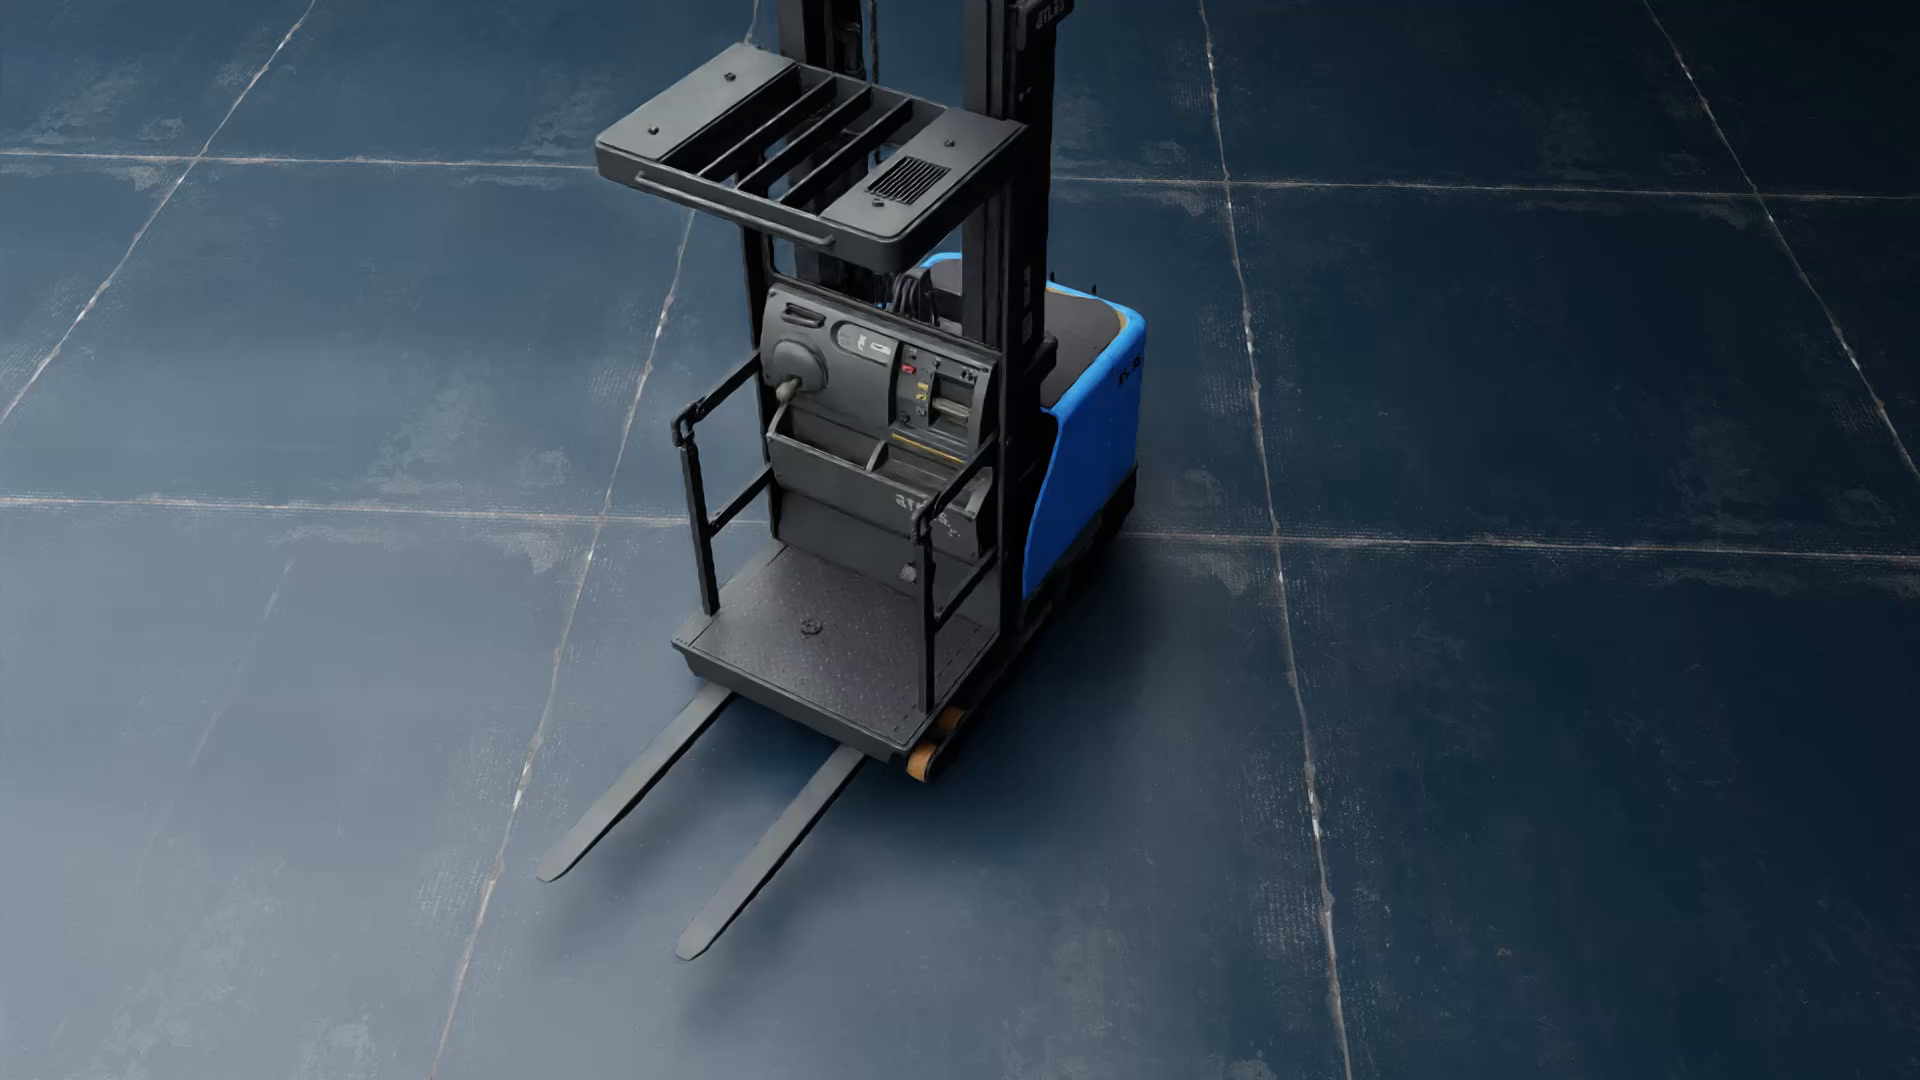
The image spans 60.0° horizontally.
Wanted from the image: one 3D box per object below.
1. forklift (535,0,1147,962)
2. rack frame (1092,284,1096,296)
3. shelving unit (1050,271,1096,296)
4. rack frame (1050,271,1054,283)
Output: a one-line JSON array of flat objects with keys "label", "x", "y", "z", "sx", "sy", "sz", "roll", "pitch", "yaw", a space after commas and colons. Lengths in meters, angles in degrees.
[{"label": "forklift", "x": -0.412, "y": -0.515, "z": 5.738, "sx": 1.130, "sy": 2.935, "sz": 3.031, "roll": 22, "pitch": 47, "yaw": 22}, {"label": "rack frame", "x": 0.527, "y": -0.709, "z": 7.436, "sx": 0.006, "sy": 0.900, "sz": 0.240, "roll": 21, "pitch": 47, "yaw": 21}, {"label": "shelving unit", "x": 0.439, "y": -0.743, "z": 7.472, "sx": 0.210, "sy": 0.900, "sz": 0.258, "roll": 21, "pitch": 47, "yaw": 21}, {"label": "rack frame", "x": 0.350, "y": -0.777, "z": 7.509, "sx": 0.006, "sy": 0.900, "sz": 0.240, "roll": 21, "pitch": 47, "yaw": 21}]
